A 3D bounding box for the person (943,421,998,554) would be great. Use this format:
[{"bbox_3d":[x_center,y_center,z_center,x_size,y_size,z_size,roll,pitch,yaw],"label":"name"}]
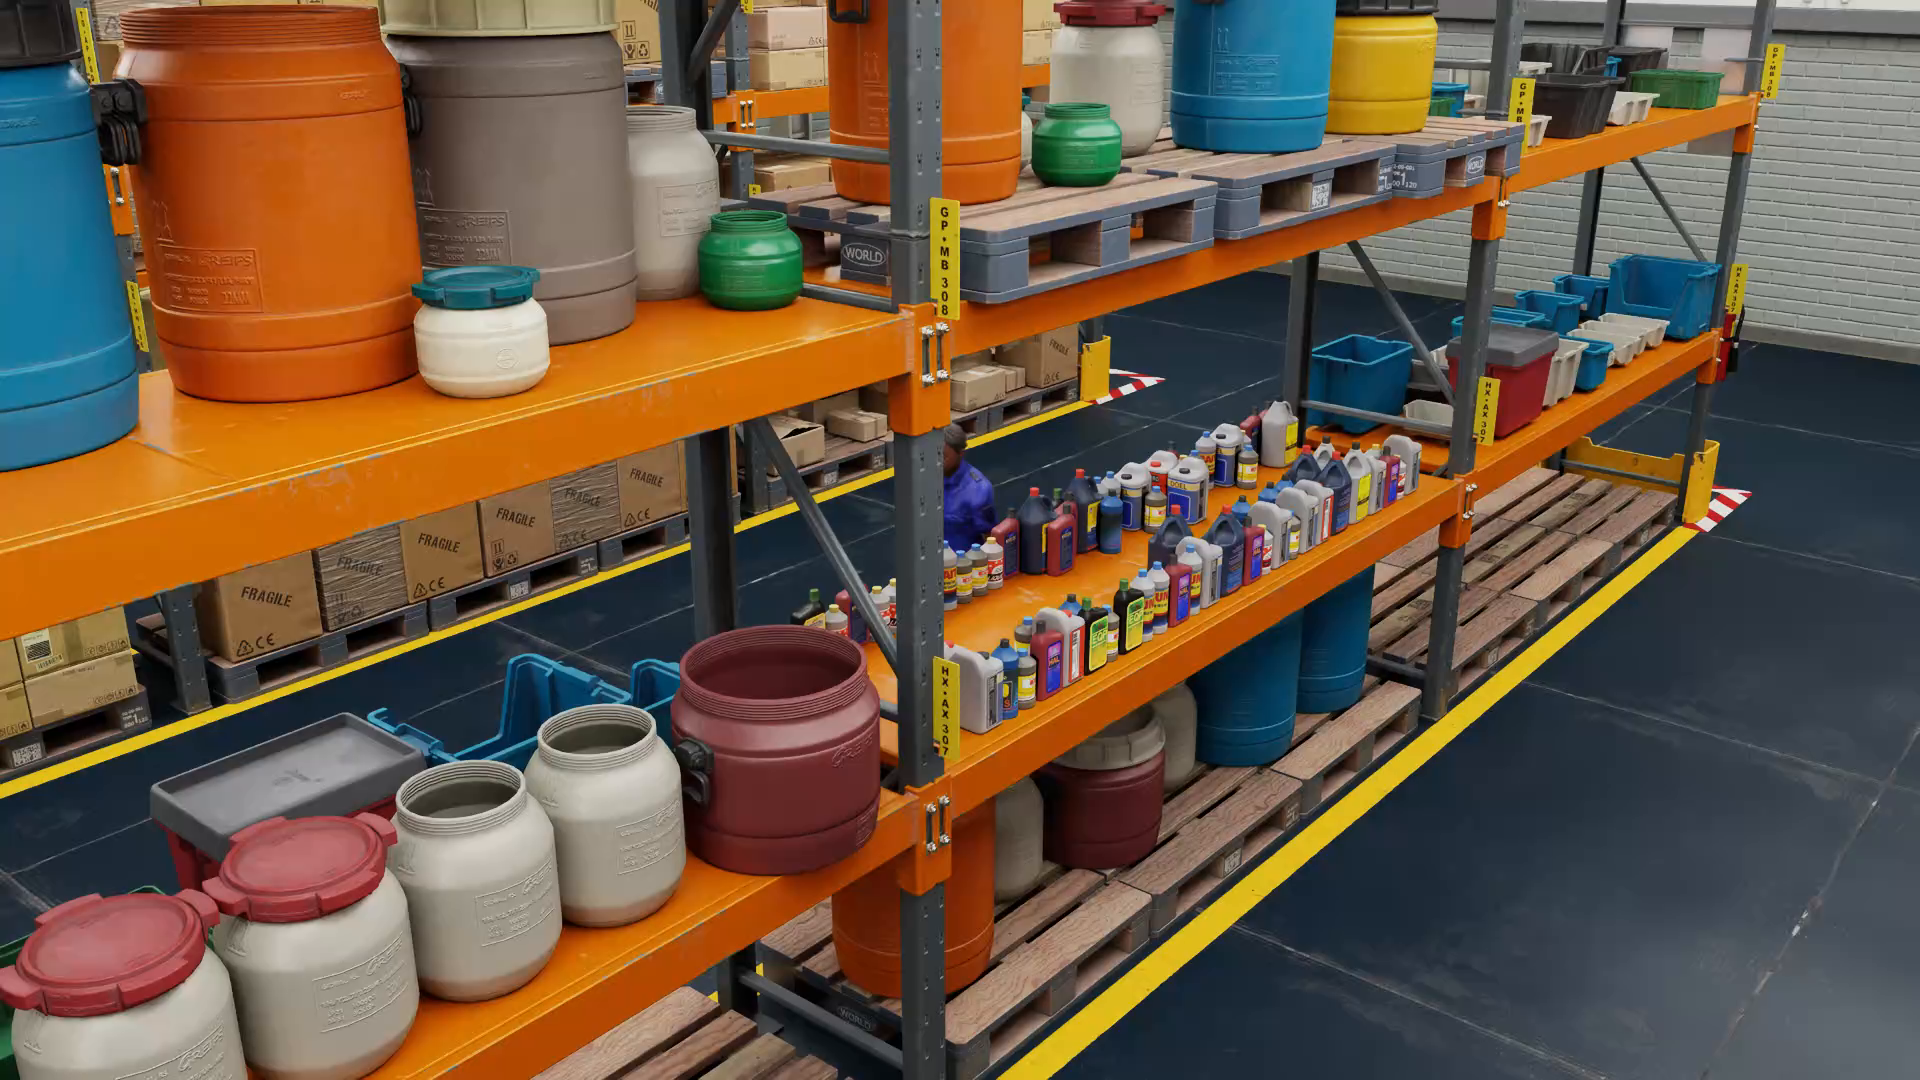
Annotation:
[{"bbox_3d":[-0.043,0.200,8.043,0.517,1.654,0.353,15,25,35],"label":"person"}]
